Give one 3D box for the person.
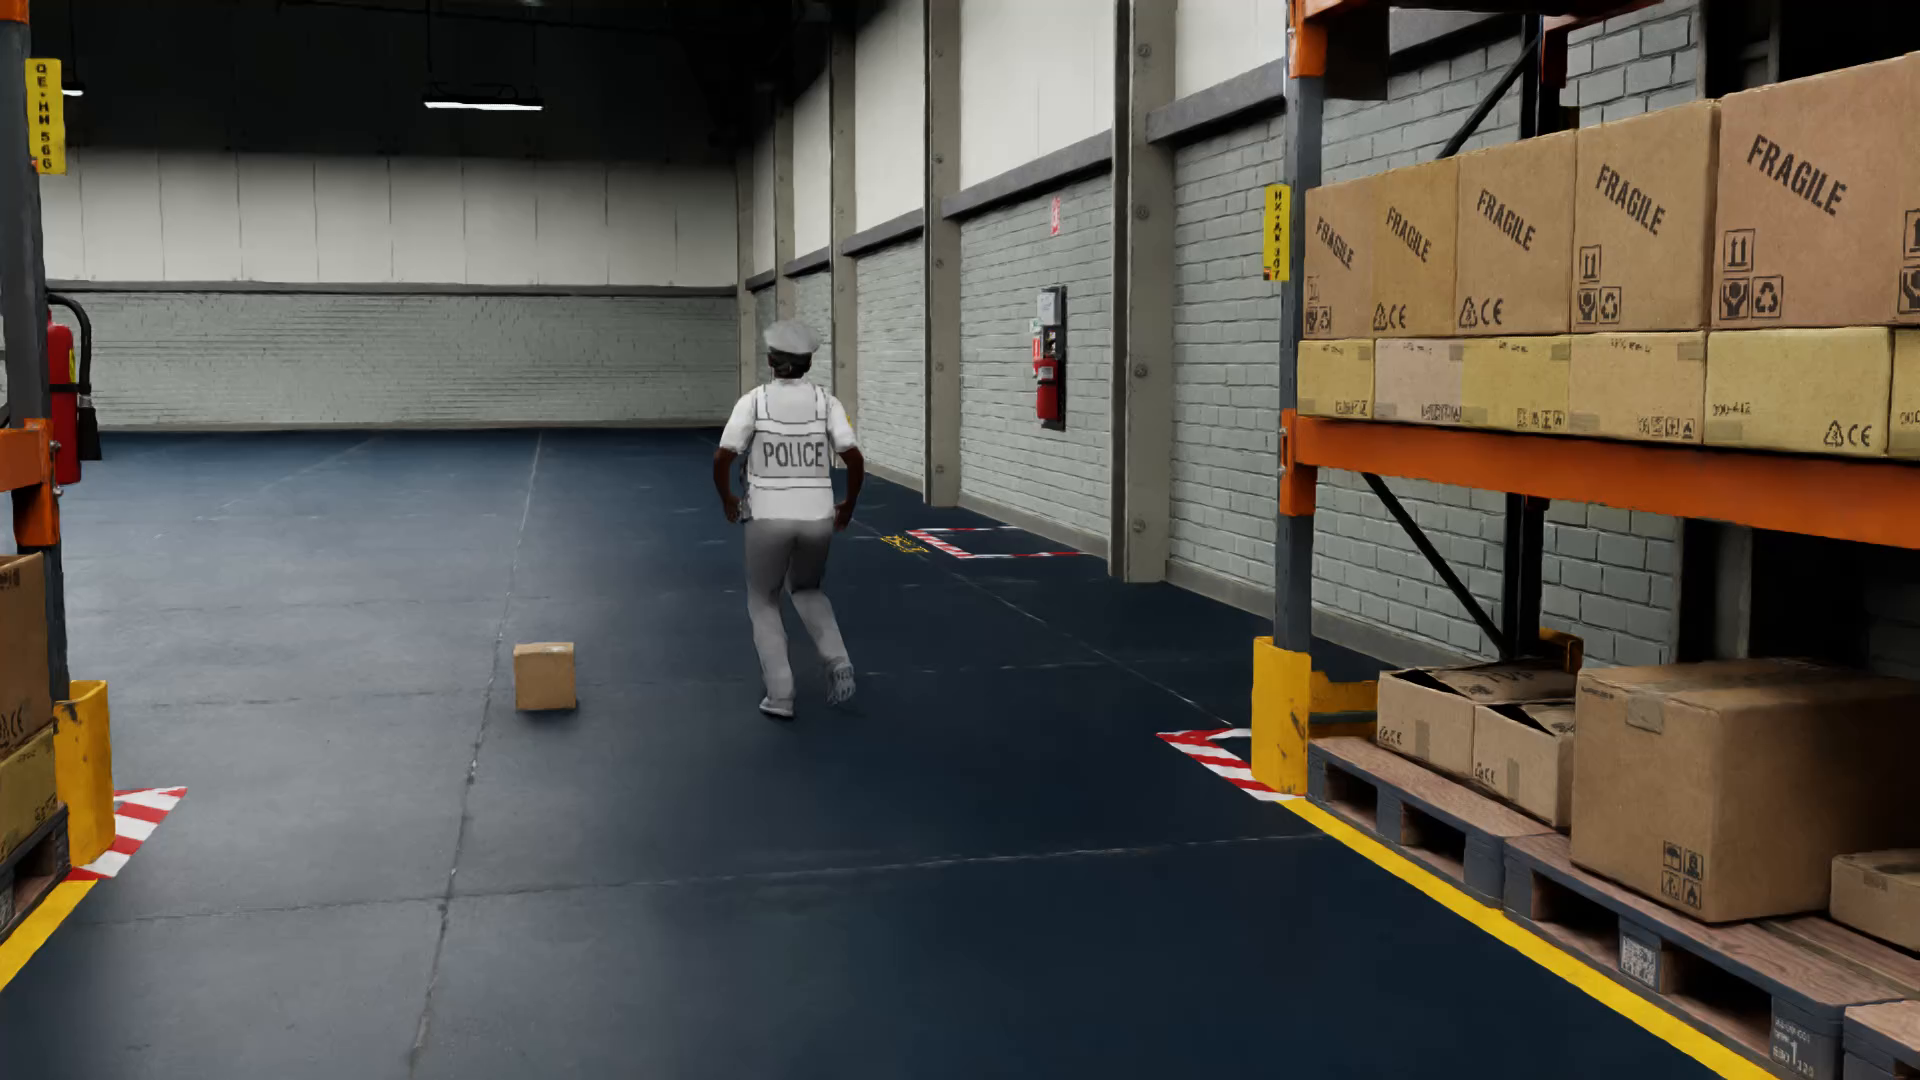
[{"bbox_3d":[-0.749,-0.085,6.981,0.617,1.664,0.470,-3,7,-25],"label":"person"}]
